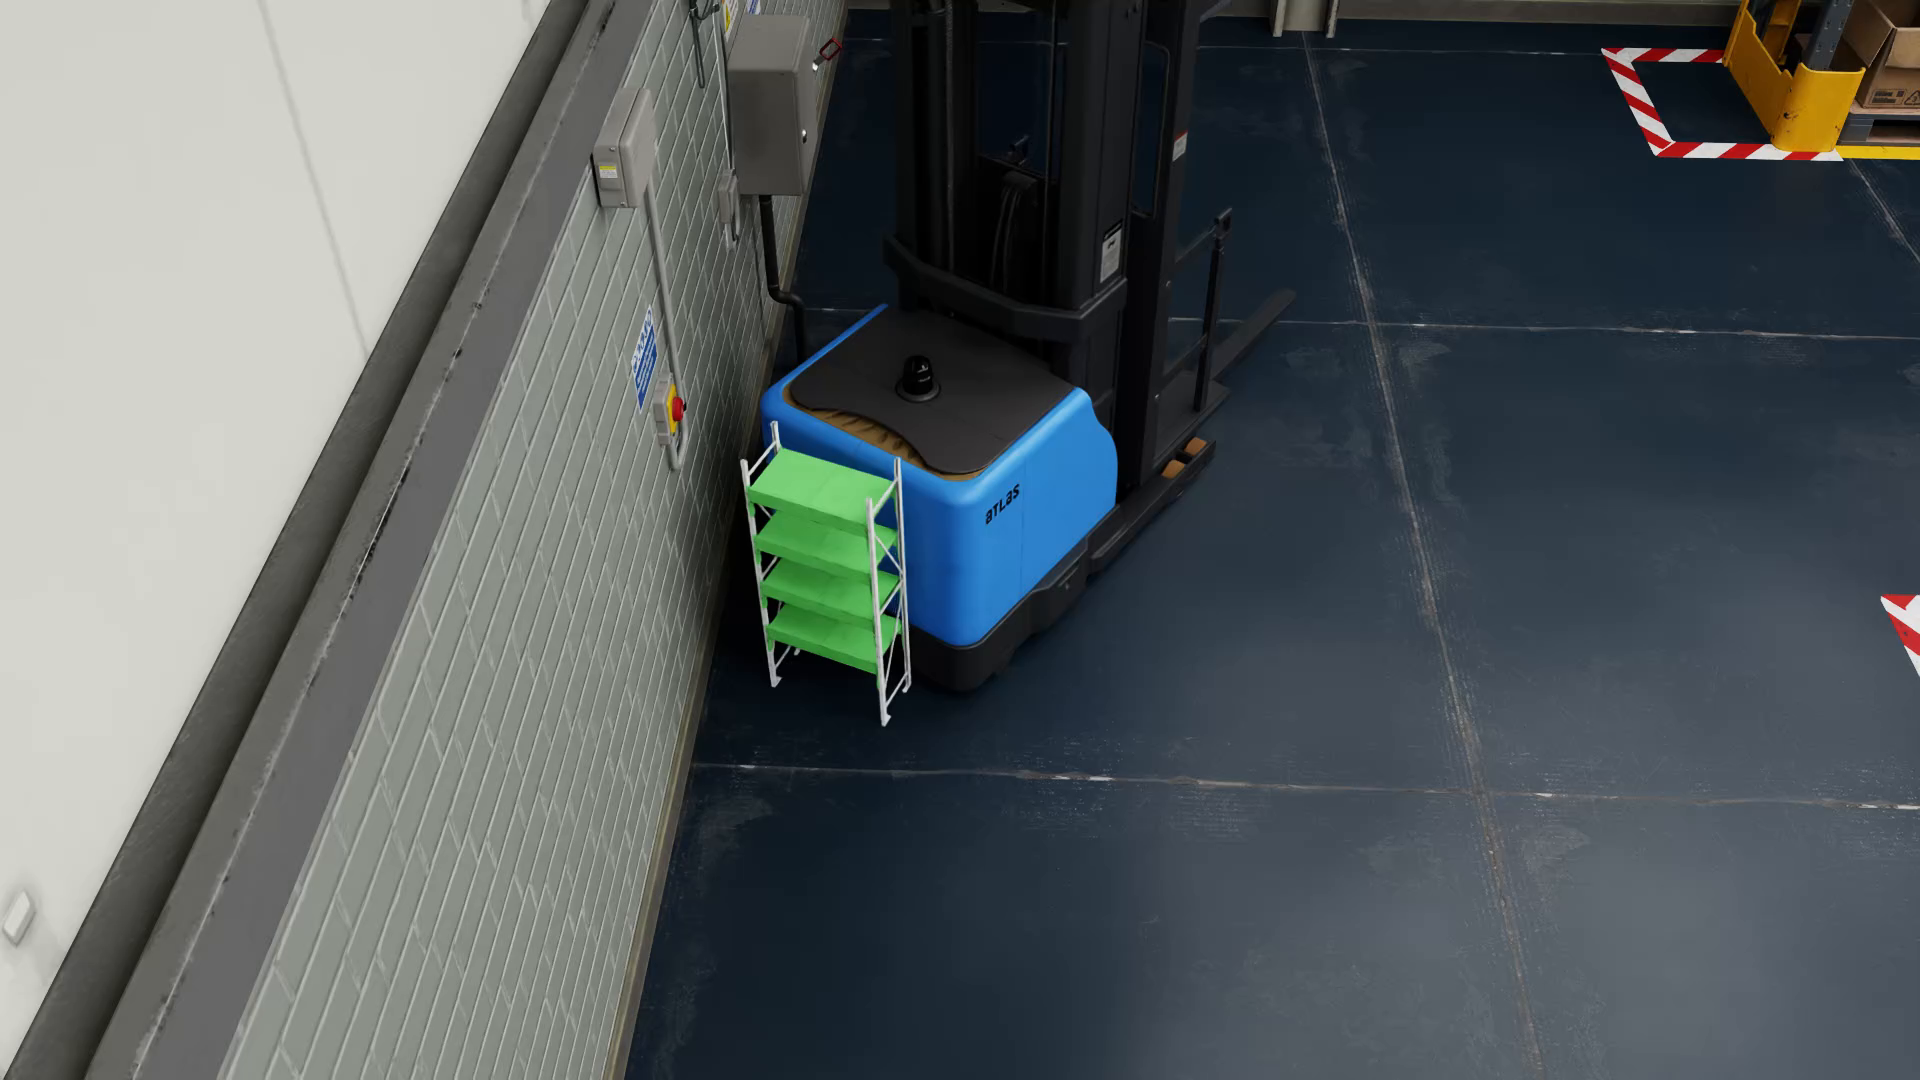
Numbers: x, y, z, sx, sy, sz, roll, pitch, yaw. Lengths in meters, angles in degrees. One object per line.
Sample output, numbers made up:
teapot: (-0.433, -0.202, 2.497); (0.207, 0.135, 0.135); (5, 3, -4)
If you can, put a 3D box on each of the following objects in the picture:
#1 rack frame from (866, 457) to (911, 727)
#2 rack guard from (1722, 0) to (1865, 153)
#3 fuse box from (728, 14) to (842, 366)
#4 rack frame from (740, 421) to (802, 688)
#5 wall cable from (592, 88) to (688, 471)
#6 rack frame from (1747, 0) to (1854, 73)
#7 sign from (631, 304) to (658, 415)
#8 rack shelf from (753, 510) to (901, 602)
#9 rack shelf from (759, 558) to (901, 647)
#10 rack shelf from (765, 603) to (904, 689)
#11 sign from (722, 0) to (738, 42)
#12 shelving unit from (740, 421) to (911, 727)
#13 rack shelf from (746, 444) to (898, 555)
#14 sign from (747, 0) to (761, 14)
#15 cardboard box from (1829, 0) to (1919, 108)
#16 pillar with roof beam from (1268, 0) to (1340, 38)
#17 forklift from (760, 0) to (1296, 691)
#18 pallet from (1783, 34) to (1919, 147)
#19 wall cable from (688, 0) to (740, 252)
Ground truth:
rack frame: (-0.257, 0.219, 6.129); (0.015, 1.200, 0.240); (17, 47, 18)
rack guard: (4.953, -2.838, 9.929); (0.348, 0.500, 1.175); (2, 43, 2)
fuse box: (-0.737, -1.486, 7.590); (0.414, 1.711, 0.539); (2, 43, 2)
rack frame: (-0.701, 0.081, 6.277); (0.015, 1.200, 0.240); (17, 47, 18)
wall cable: (-0.977, -0.915, 5.263); (0.123, 1.953, 0.585); (2, 43, 2)
rack frame: (4.877, -3.754, 9.080); (0.127, 3.000, 1.000); (2, 43, 2)
sign: (-1.040, -0.600, 5.495); (0.001, 0.218, 0.327); (2, 43, 2)
rack shelf: (-0.481, 0.024, 6.080); (0.480, 0.148, 0.258); (17, 47, 18)
rack shelf: (-0.479, 0.196, 6.248); (0.480, 0.148, 0.258); (17, 47, 18)
rack shelf: (-0.476, 0.367, 6.416); (0.480, 0.148, 0.258); (17, 47, 18)
sign: (-0.946, -2.228, 6.836); (0.001, 0.242, 0.339); (2, 43, 2)
shelving unit: (-0.479, 0.150, 6.203); (0.503, 1.200, 0.258); (17, 47, 18)
rack shelf: (-0.484, -0.147, 5.912); (0.480, 0.148, 0.258); (17, 47, 18)
sign: (-0.921, -2.265, 7.551); (0.001, 0.494, 0.329); (2, 43, 2)
cardboard box: (5.484, -2.911, 9.698); (0.637, 0.503, 0.797); (0, 43, 0)
pillar with roof beam: (2.030, -3.715, 4.636); (0.400, 9.000, 9.100); (2, 43, 2)
forklift: (0.504, -1.443, 6.649); (1.130, 2.935, 3.031); (27, 49, 26)
pallet: (5.749, -2.708, 10.002); (1.213, 0.211, 1.003); (2, 43, 2)
wall cable: (-0.925, -1.869, 6.311); (0.122, 1.984, 0.588); (2, 43, 2)
